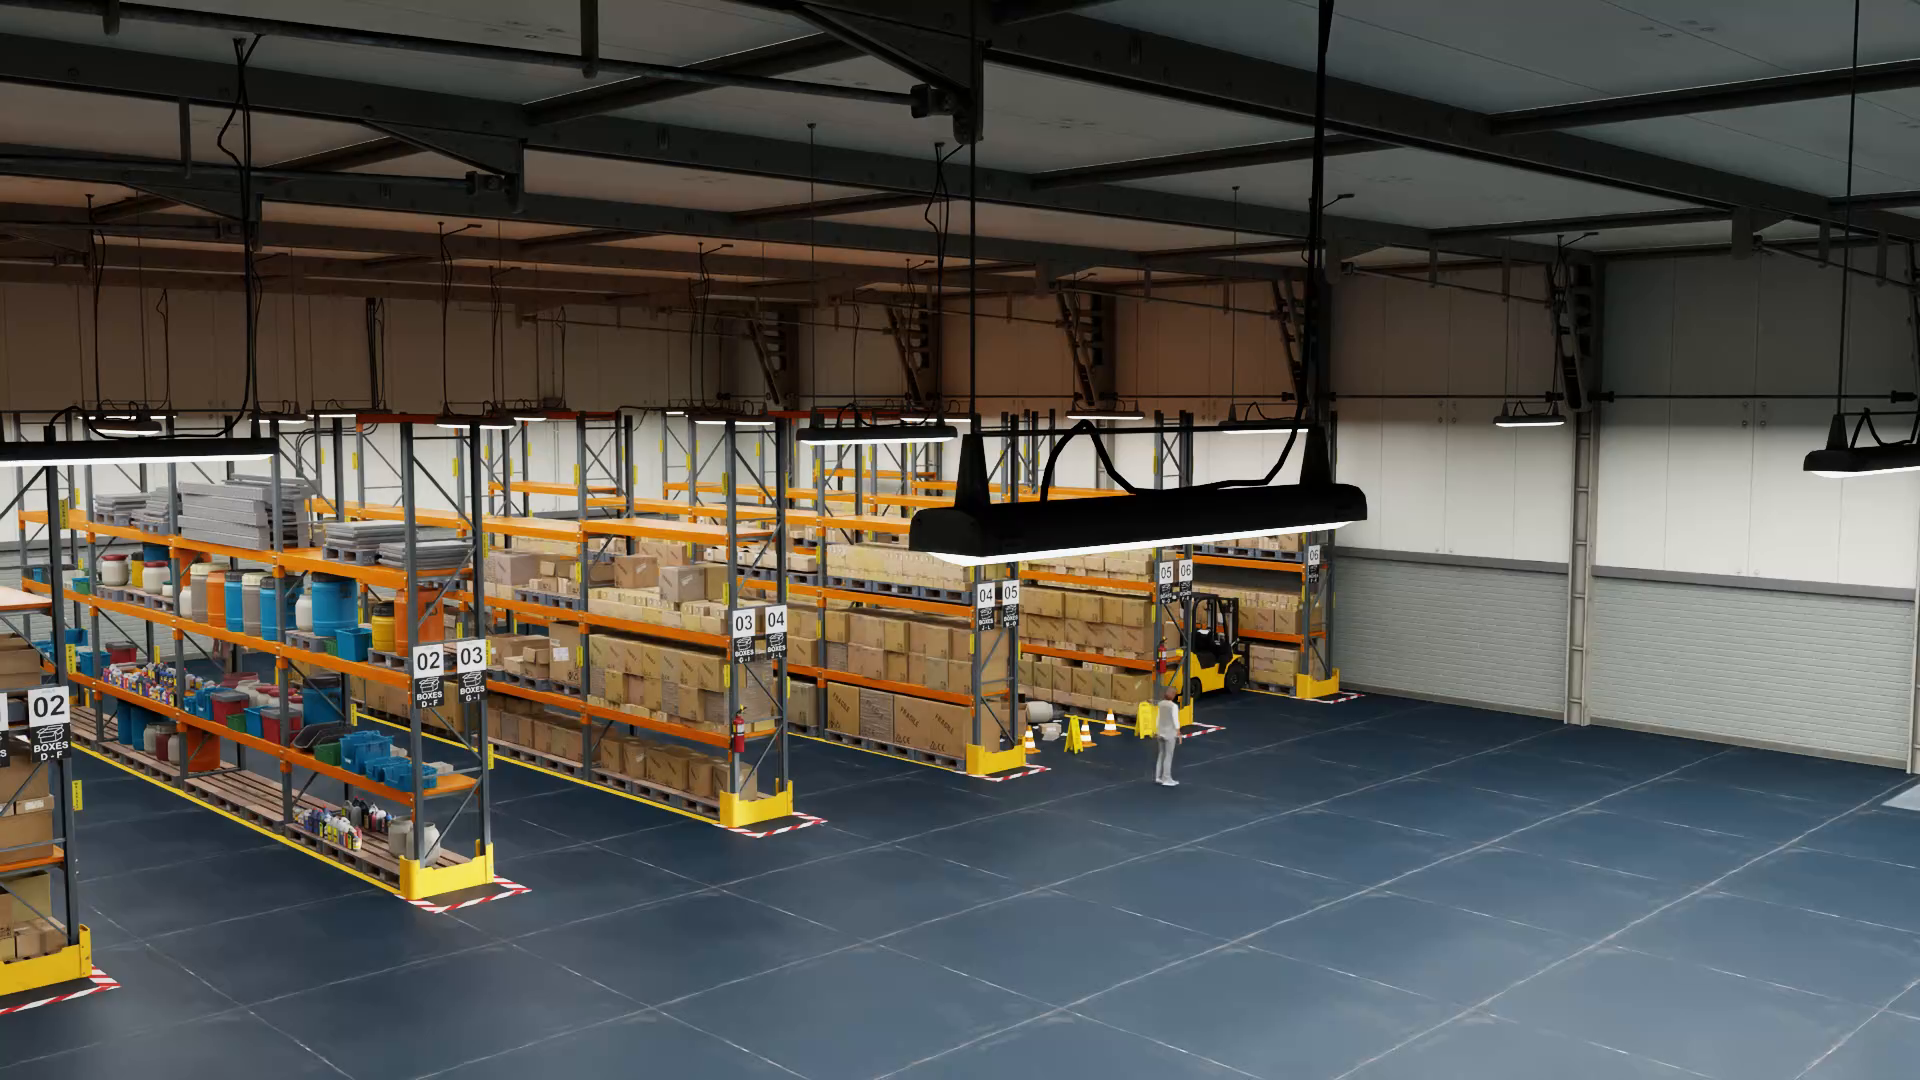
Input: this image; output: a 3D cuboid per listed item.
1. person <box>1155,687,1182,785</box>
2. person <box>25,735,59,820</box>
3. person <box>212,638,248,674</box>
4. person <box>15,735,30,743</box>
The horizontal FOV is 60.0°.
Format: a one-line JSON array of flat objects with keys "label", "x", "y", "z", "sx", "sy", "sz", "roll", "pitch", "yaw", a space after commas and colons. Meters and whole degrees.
[{"label": "person", "x": 3.382, "y": 3.218, "z": 27.059, "sx": 0.331, "sy": 1.656, "sz": 0.503, "roll": -4, "pitch": 6, "yaw": -40}, {"label": "person", "x": -13.812, "y": 3.312, "z": 24.879, "sx": 0.975, "sy": 1.732, "sz": 0.691, "roll": 4, "pitch": 6, "yaw": 36}, {"label": "person", "x": -15.710, "y": 2.353, "z": 35.773, "sx": 0.713, "sy": 1.734, "sz": 1.078, "roll": -5, "pitch": 7, "yaw": -44}, {"label": "person", "x": -13.505, "y": 3.363, "z": 23.871, "sx": 0.591, "sy": 1.780, "sz": 0.509, "roll": 2, "pitch": 5, "yaw": 18}]
